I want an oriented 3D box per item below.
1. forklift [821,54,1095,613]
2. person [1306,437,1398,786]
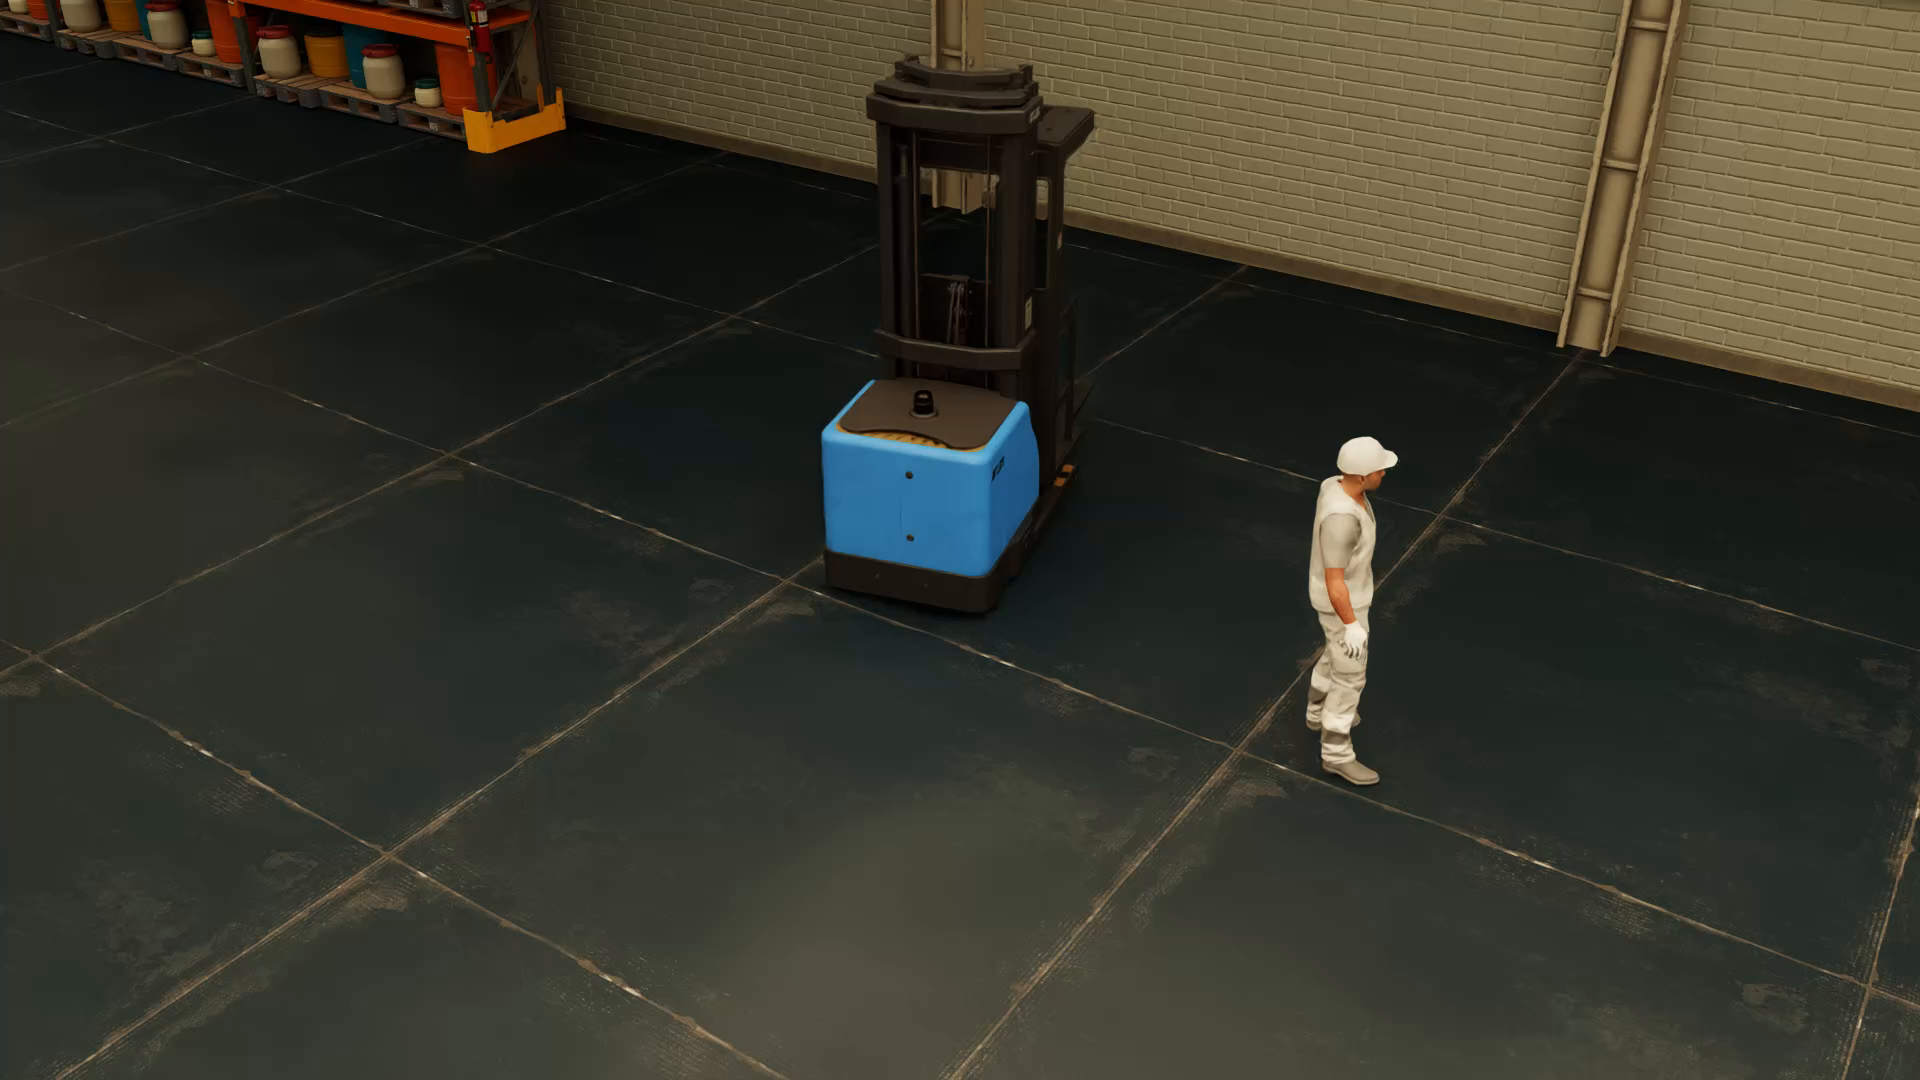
[{"bbox_3d":[0.156,-1.572,10.288,1.130,2.935,3.031,10,32,17],"label":"forklift"},{"bbox_3d":[1.934,0.307,8.199,0.462,1.791,0.722,5,31,9],"label":"person"}]
